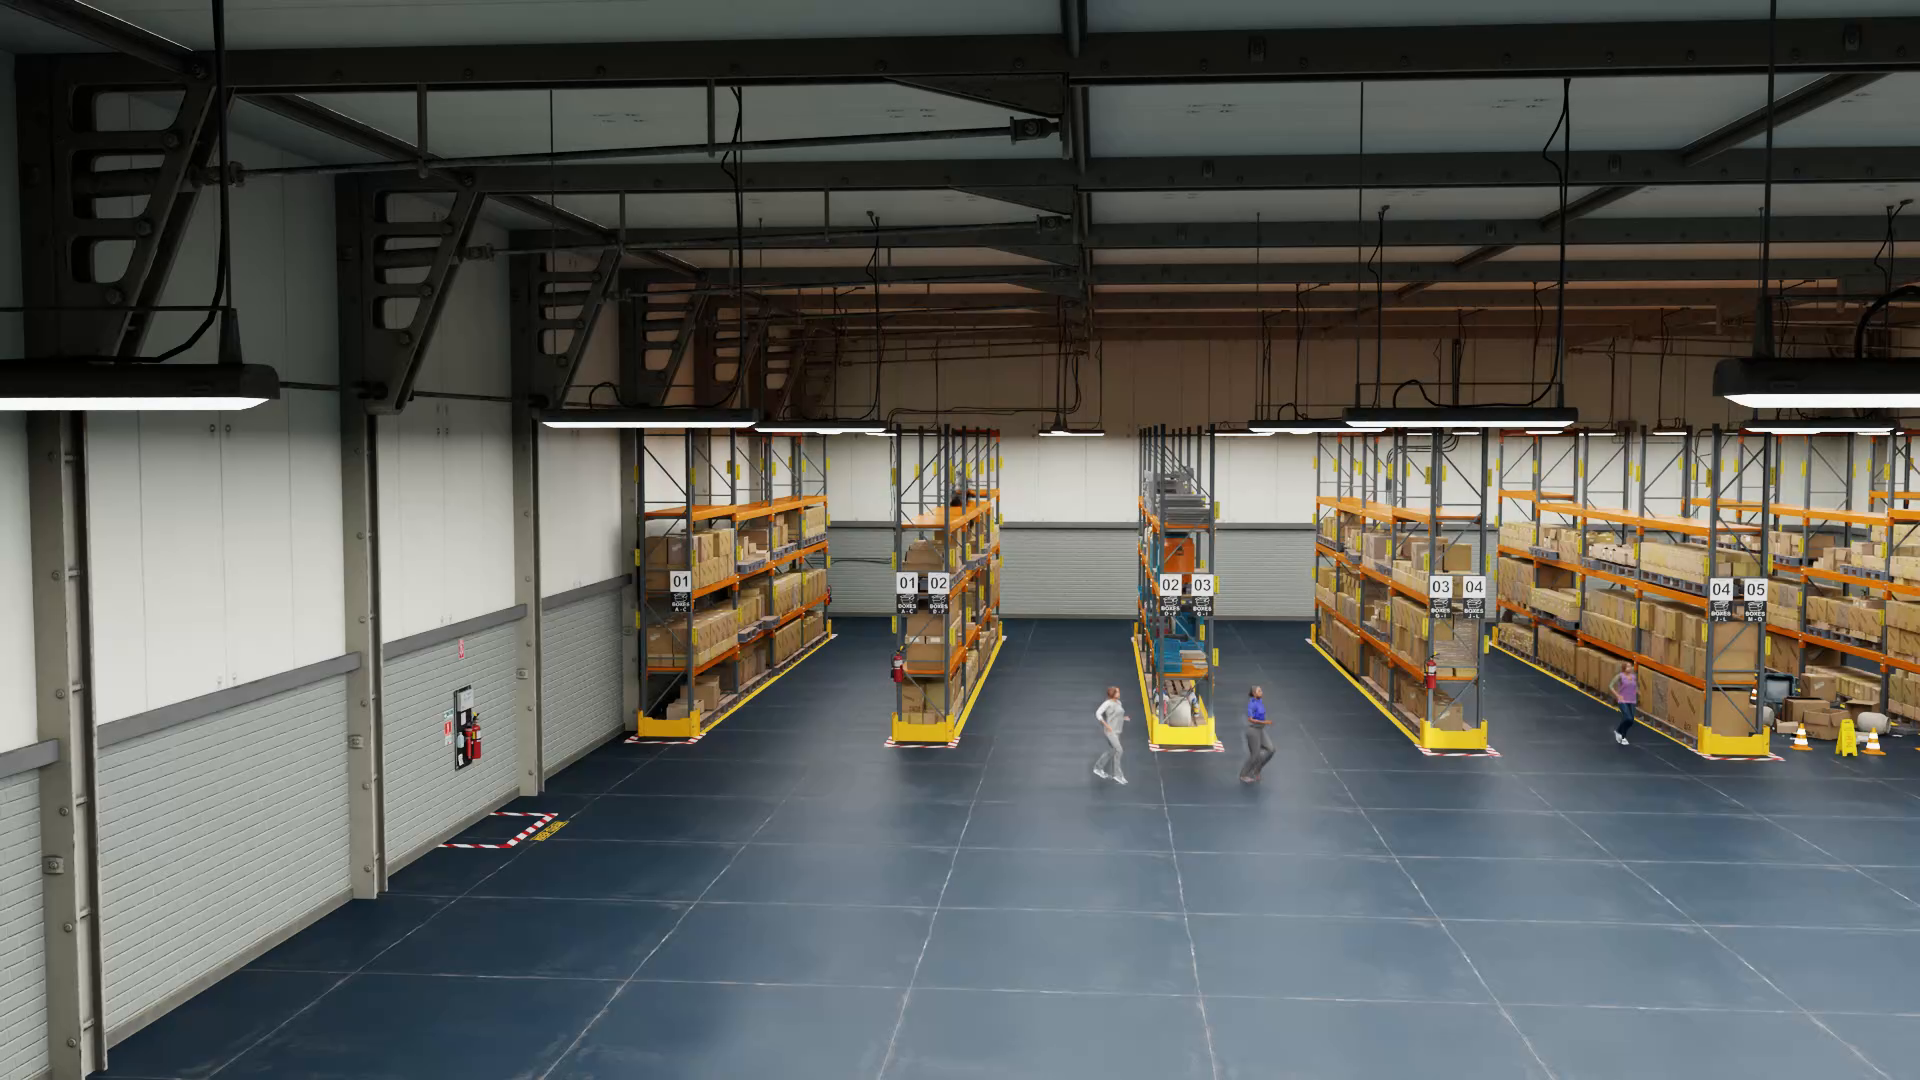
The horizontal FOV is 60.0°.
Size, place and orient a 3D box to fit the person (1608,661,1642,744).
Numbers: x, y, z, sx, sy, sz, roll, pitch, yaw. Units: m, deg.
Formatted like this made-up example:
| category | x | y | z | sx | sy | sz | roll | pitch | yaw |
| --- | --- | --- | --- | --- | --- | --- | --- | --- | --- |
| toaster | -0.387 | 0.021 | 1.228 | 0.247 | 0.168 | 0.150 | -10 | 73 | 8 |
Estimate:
| category | x | y | z | sx | sy | sz | roll | pitch | yaw |
| --- | --- | --- | --- | --- | --- | --- | --- | --- | --- |
| person | 12.452 | 3.043 | 31.008 | 0.527 | 1.560 | 0.551 | -1 | 4 | -14 |

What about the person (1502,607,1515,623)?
| category | x | y | z | sx | sy | sz | roll | pitch | yaw |
| --- | --- | --- | --- | --- | --- | --- | --- | --- | --- |
| person | 15.674 | 2.006 | 47.556 | 0.689 | 1.696 | 0.791 | 3 | 4 | 38 |

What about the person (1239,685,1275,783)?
| category | x | y | z | sx | sy | sz | roll | pitch | yaw |
| --- | --- | --- | --- | --- | --- | --- | --- | --- | --- |
| person | 4.929 | 3.220 | 27.571 | 0.606 | 1.648 | 0.637 | 2 | 4 | 28 |

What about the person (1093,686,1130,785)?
| category | x | y | z | sx | sy | sz | roll | pitch | yaw |
| --- | --- | --- | --- | --- | --- | --- | --- | --- | --- |
| person | 2.524 | 3.239 | 27.710 | 0.668 | 1.639 | 0.529 | 2 | 4 | 29 |

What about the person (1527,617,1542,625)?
| category | x | y | z | sx | sy | sz | roll | pitch | yaw |
| --- | --- | --- | --- | --- | --- | --- | --- | --- | --- |
| person | 16.405 | 2.035 | 47.340 | 0.671 | 1.676 | 0.587 | 0 | 3 | 4 |
